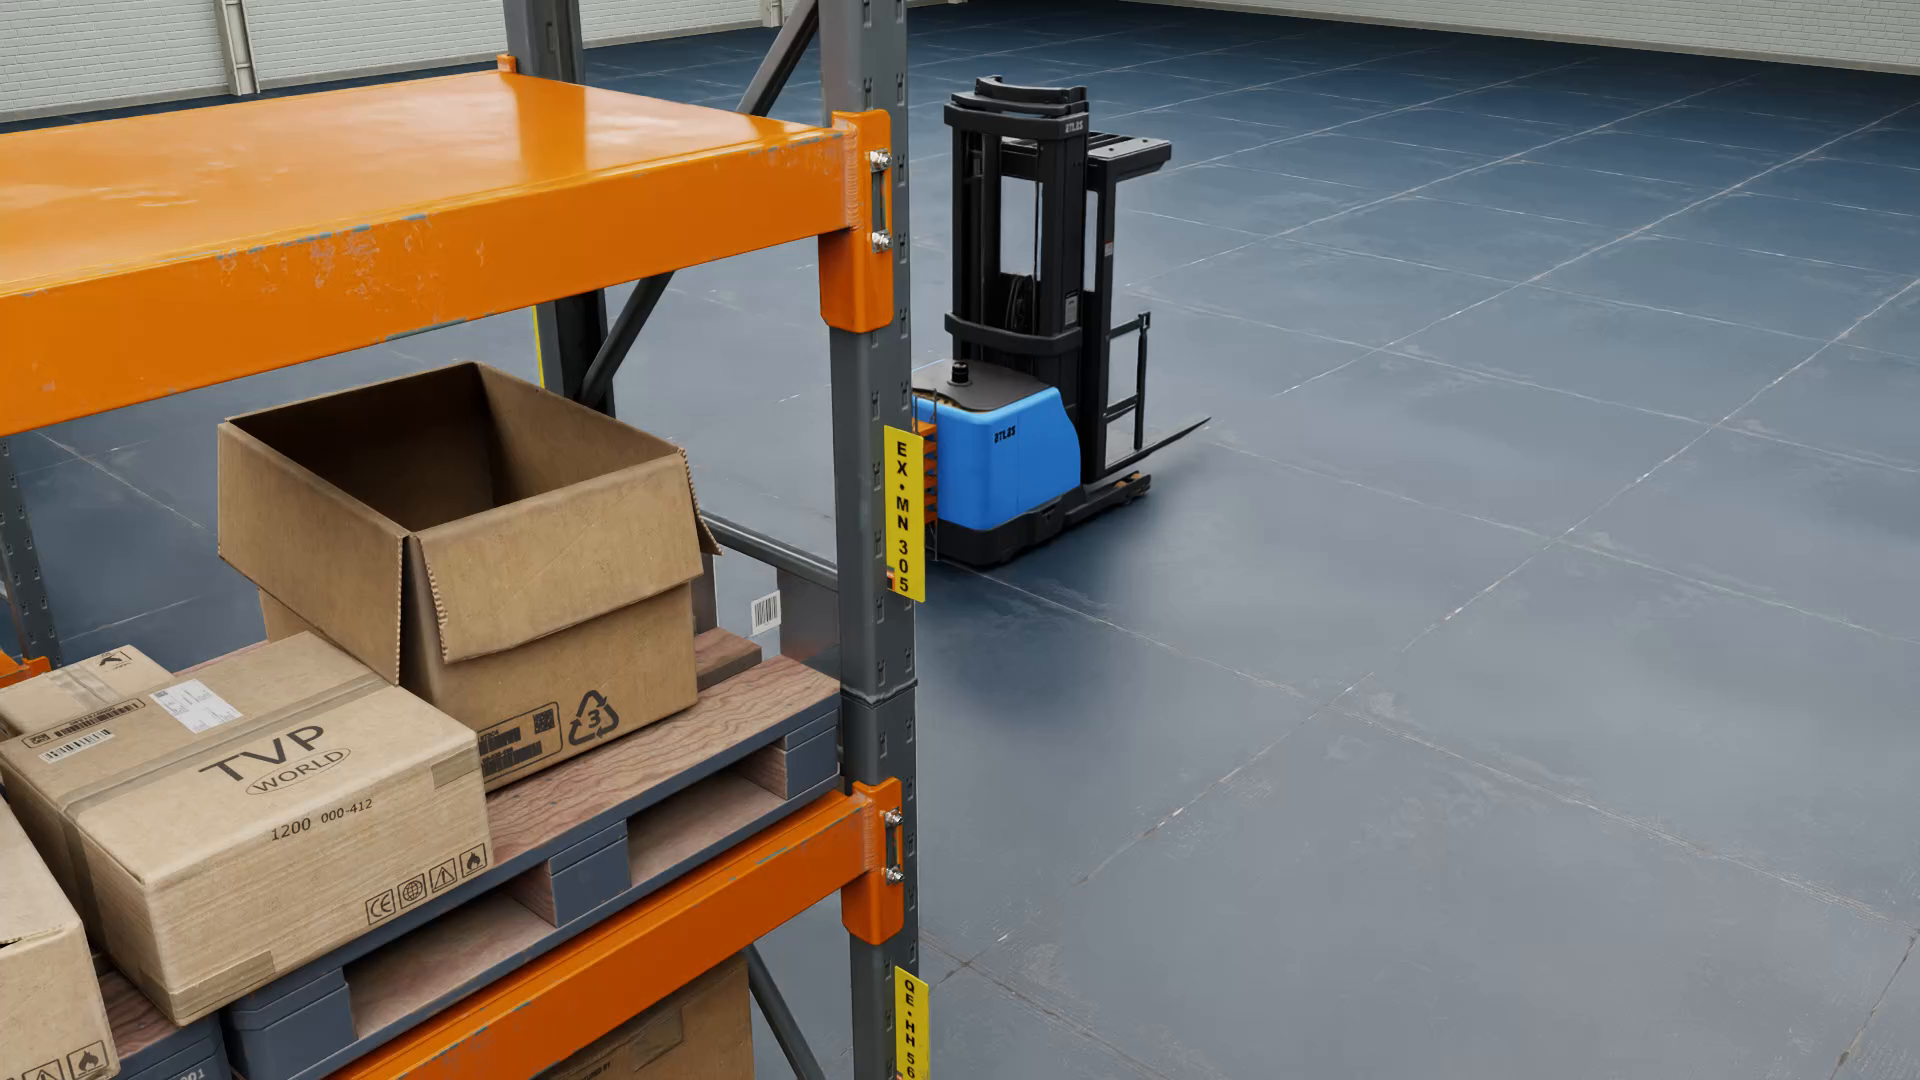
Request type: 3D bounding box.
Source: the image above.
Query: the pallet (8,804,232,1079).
[{"bbox_3d":[-1.803,0.792,2.260,1.003,0.211,1.213,20,31,38],"label":"pallet"}]

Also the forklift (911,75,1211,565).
[{"bbox_3d":[0.716,-1.704,11.468,1.130,2.935,3.031,19,30,36],"label":"forklift"}]

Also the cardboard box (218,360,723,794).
[{"bbox_3d":[-0.885,0.041,3.016,0.637,0.503,0.797,-22,32,-39],"label":"cardboard box"}]

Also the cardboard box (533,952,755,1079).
[{"bbox_3d":[-0.855,1.055,3.522,0.700,0.500,0.500,20,31,38],"label":"cardboard box"}]

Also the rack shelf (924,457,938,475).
[{"bbox_3d":[-0.298,-0.470,10.648,0.258,0.103,0.180,19,30,36],"label":"rack shelf"}]

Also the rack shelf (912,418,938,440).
[{"bbox_3d":[-0.298,-0.689,10.549,0.258,0.103,0.180,19,30,36],"label":"rack shelf"}]

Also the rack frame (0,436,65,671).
[{"bbox_3d":[-4.184,0.184,7.172,1.000,3.000,0.127,20,31,38],"label":"rack frame"}]

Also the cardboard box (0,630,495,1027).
[{"bbox_3d":[-1.070,0.405,2.512,0.500,0.250,0.500,20,31,38],"label":"cardboard box"}]

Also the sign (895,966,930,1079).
[{"bbox_3d":[-0.103,1.054,3.528,0.100,0.325,0.005,20,31,38],"label":"sign"}]

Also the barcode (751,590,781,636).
[{"bbox_3d":[-0.340,0.128,2.922,0.001,0.075,0.075,20,31,38],"label":"barcode"}]

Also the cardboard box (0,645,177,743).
[{"bbox_3d":[-1.415,0.339,2.784,0.380,0.149,0.250,20,31,38],"label":"cardboard box"}]

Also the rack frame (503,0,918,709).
[{"bbox_3d":[-0.498,-1.199,2.926,1.000,3.000,0.127,20,31,38],"label":"rack frame"}]

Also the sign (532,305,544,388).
[{"bbox_3d":[-0.907,-0.419,3.686,0.100,0.325,0.005,20,31,38],"label":"sign"}]

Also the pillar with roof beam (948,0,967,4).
[{"bbox_3d":[3.141,-15.964,35.856,9.100,9.000,0.400,20,31,38],"label":"pillar with roof beam"}]

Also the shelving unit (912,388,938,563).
[{"bbox_3d":[-0.298,-0.401,10.679,0.258,1.200,0.189,19,30,36],"label":"shelving unit"}]

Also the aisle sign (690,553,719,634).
[{"bbox_3d":[-0.682,0.248,3.852,0.394,0.787,0.004,20,31,38],"label":"aisle sign"}]

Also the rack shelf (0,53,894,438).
[{"bbox_3d":[-1.833,-0.079,1.796,1.077,0.370,4.000,20,31,38],"label":"rack shelf"}]

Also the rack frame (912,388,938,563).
[{"bbox_3d":[-0.240,-0.430,10.743,0.240,1.200,0.006,19,30,36],"label":"rack frame"}]

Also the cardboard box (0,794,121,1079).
[{"bbox_3d":[-1.441,0.547,2.122,0.500,0.311,0.500,-20,31,-37],"label":"cardboard box"}]

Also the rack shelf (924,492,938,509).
[{"bbox_3d":[-0.298,-0.251,10.746,0.258,0.103,0.180,19,30,36],"label":"rack shelf"}]

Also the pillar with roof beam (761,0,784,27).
[{"bbox_3d":[-0.864,-14.136,31.779,9.100,9.000,0.400,20,31,38],"label":"pillar with roof beam"}]

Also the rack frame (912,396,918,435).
[{"bbox_3d":[-0.357,-0.373,10.615,0.240,1.200,0.006,19,30,36],"label":"rack frame"}]

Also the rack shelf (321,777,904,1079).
[{"bbox_3d":[-1.833,1.107,2.328,1.077,0.370,4.000,20,31,38],"label":"rack shelf"}]

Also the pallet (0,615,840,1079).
[{"bbox_3d":[-0.989,0.418,3.093,1.003,0.211,1.213,20,31,38],"label":"pallet"}]

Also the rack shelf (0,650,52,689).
[{"bbox_3d":[-5.519,1.122,5.960,1.077,0.370,4.000,20,31,38],"label":"rack shelf"}]

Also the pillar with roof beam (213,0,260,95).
[{"bbox_3d":[-8.873,-10.480,23.625,9.100,9.000,0.400,20,31,38],"label":"pillar with roof beam"}]

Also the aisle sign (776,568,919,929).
[{"bbox_3d":[-0.236,0.412,3.487,0.394,0.787,0.004,20,31,38],"label":"aisle sign"}]

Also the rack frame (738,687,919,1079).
[{"bbox_3d":[-0.498,1.538,4.153,1.000,3.000,0.127,20,31,38],"label":"rack frame"}]

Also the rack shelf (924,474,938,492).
[{"bbox_3d":[-0.298,-0.361,10.697,0.258,0.103,0.180,19,30,36],"label":"rack shelf"}]

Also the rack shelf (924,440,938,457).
[{"bbox_3d":[-0.298,-0.580,10.599,0.258,0.103,0.180,19,30,36],"label":"rack shelf"}]

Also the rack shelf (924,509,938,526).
[{"bbox_3d":[-0.298,-0.142,10.795,0.258,0.103,0.180,19,30,36],"label":"rack shelf"}]

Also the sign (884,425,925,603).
[{"bbox_3d":[-0.103,-0.046,3.035,0.100,0.325,0.005,20,31,38],"label":"sign"}]
